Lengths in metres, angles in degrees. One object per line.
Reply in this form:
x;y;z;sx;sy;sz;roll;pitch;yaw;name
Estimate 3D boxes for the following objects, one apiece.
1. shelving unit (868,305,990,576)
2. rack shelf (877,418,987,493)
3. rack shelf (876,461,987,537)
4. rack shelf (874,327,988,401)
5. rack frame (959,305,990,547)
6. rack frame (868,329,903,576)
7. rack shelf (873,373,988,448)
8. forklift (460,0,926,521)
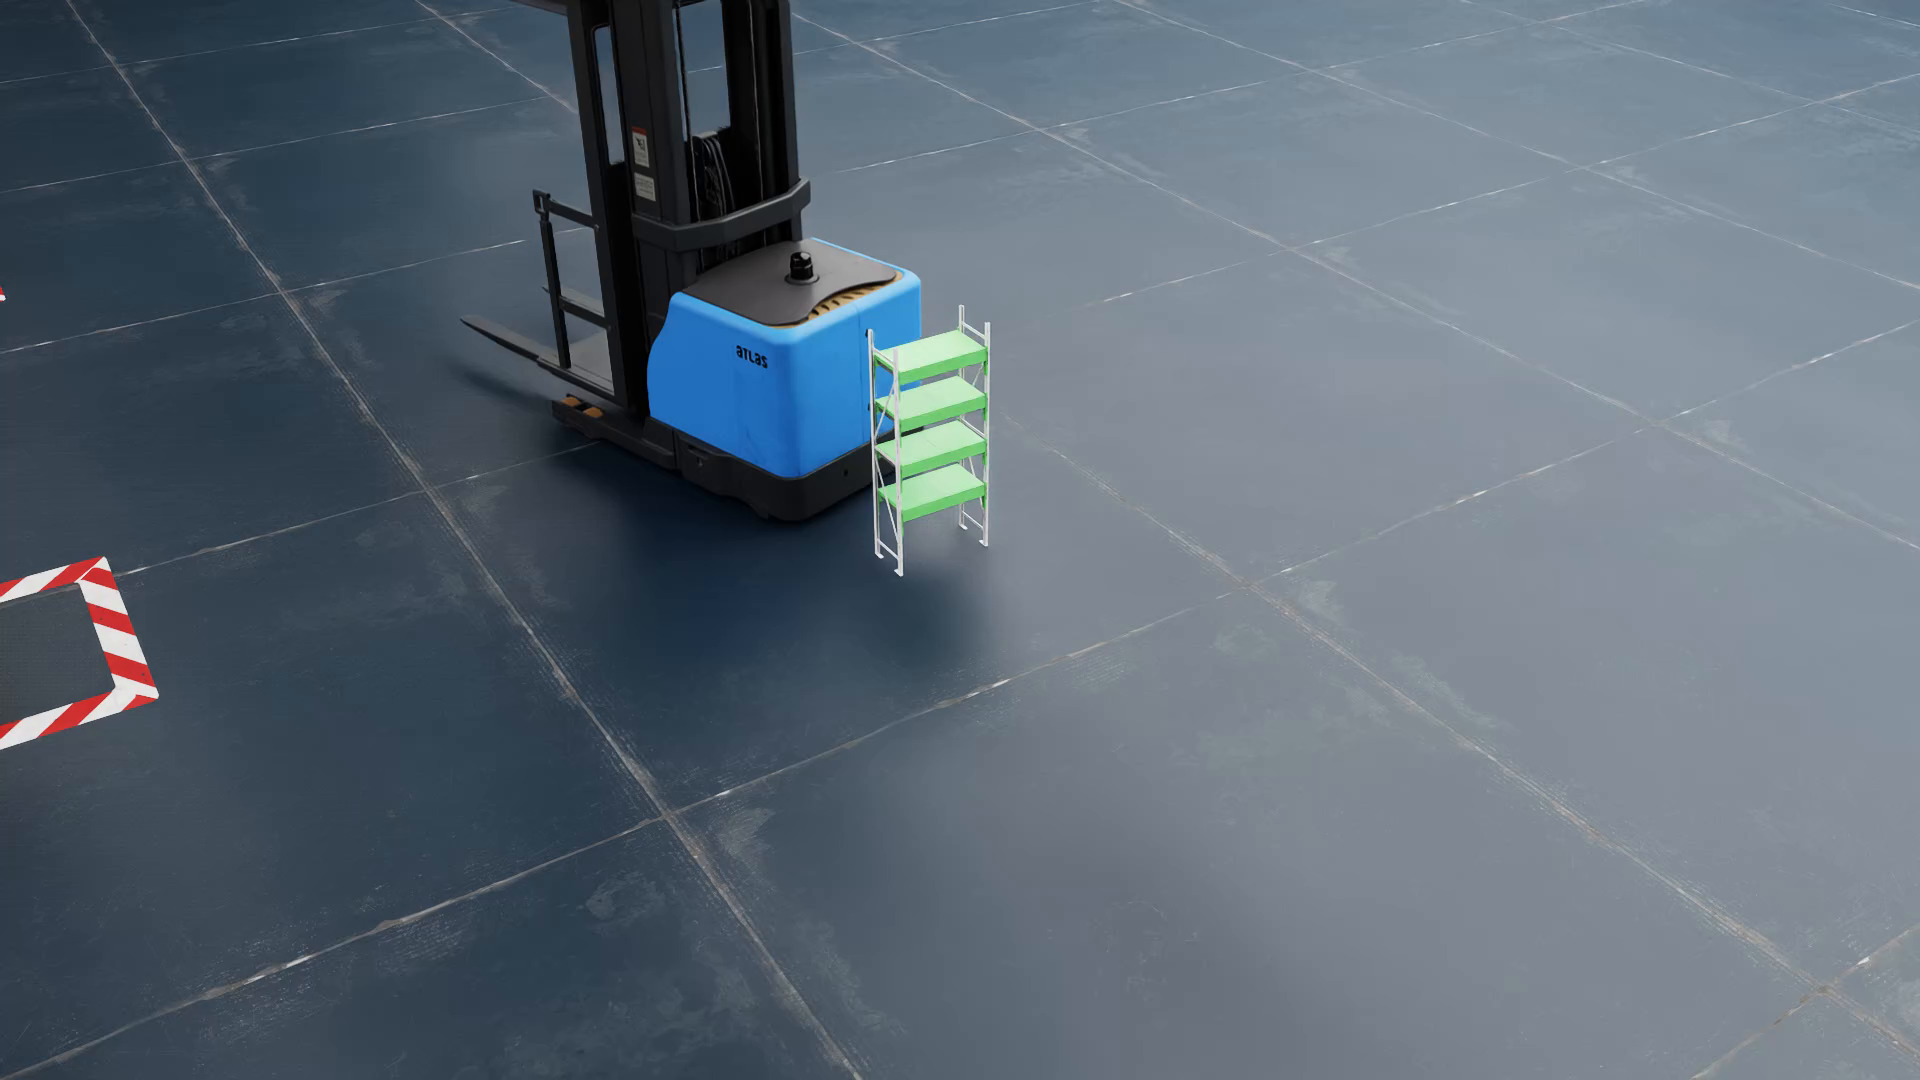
-0.139;-0.460;7.854;0.503;1.200;0.258;-19;37;-27;shelving unit
-0.139;-0.406;7.888;0.480;0.148;0.258;-19;37;-27;rack shelf
-0.139;-0.203;8.016;0.480;0.148;0.258;-19;37;-27;rack shelf
-0.139;-0.812;7.632;0.480;0.148;0.258;-19;37;-27;rack shelf
0.066;-0.530;7.966;0.015;1.200;0.240;-19;37;-27;rack frame
-0.344;-0.389;7.742;0.015;1.200;0.240;-19;37;-27;rack frame
-0.139;-0.609;7.760;0.480;0.148;0.258;-19;37;-27;rack shelf
-1.627;-1.987;8.653;3.031;2.935;1.130;25;40;33;forklift
